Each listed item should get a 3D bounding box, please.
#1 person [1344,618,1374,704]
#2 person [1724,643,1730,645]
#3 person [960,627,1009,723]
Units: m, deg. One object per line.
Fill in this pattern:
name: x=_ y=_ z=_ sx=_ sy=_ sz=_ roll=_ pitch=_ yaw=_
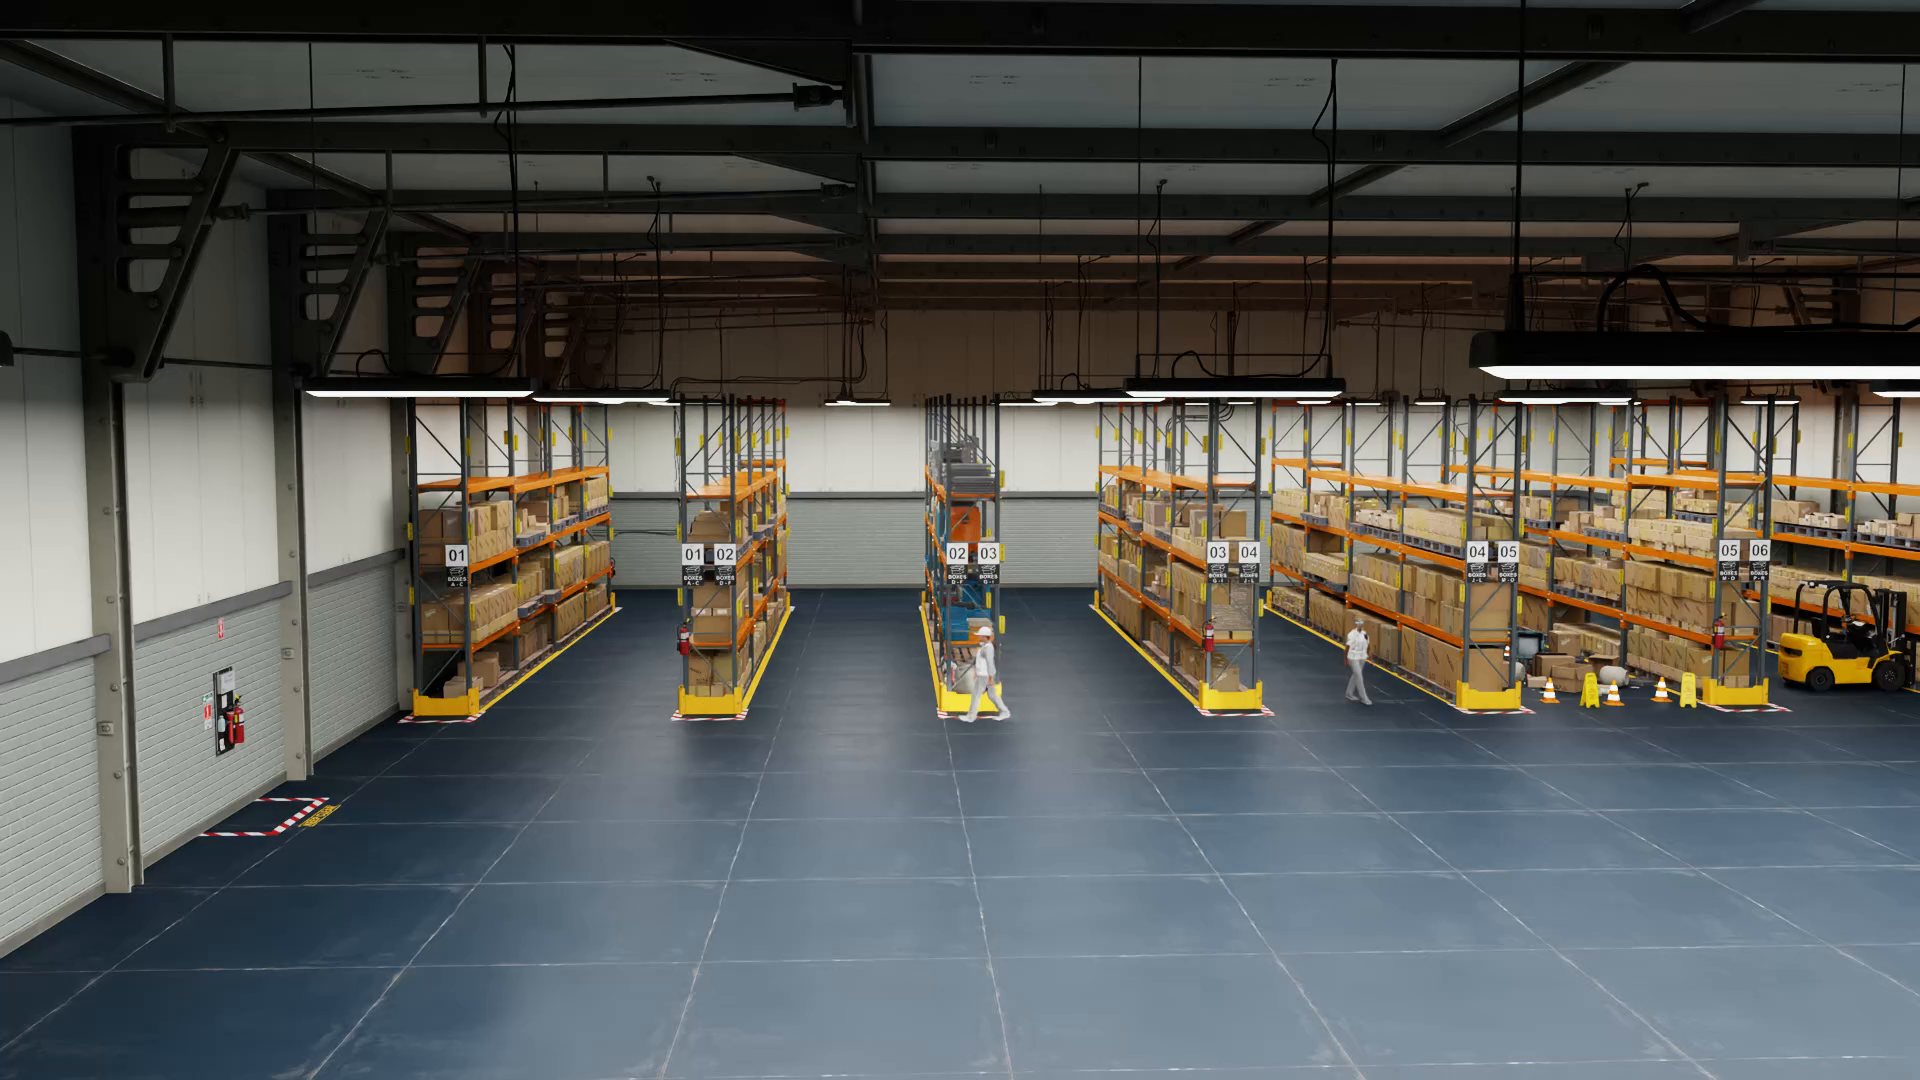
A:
person: x=7.774 y=2.334 z=32.293 sx=0.479 sy=1.651 sz=0.827 roll=-2 pitch=5 yaw=-22
person: x=16.476 y=2.011 z=35.949 sx=0.591 sy=1.764 sz=0.525 roll=-1 pitch=5 yaw=-11
person: x=0.450 y=2.458 z=30.385 sx=0.814 sy=1.759 sz=0.553 roll=1 pitch=5 yaw=17
